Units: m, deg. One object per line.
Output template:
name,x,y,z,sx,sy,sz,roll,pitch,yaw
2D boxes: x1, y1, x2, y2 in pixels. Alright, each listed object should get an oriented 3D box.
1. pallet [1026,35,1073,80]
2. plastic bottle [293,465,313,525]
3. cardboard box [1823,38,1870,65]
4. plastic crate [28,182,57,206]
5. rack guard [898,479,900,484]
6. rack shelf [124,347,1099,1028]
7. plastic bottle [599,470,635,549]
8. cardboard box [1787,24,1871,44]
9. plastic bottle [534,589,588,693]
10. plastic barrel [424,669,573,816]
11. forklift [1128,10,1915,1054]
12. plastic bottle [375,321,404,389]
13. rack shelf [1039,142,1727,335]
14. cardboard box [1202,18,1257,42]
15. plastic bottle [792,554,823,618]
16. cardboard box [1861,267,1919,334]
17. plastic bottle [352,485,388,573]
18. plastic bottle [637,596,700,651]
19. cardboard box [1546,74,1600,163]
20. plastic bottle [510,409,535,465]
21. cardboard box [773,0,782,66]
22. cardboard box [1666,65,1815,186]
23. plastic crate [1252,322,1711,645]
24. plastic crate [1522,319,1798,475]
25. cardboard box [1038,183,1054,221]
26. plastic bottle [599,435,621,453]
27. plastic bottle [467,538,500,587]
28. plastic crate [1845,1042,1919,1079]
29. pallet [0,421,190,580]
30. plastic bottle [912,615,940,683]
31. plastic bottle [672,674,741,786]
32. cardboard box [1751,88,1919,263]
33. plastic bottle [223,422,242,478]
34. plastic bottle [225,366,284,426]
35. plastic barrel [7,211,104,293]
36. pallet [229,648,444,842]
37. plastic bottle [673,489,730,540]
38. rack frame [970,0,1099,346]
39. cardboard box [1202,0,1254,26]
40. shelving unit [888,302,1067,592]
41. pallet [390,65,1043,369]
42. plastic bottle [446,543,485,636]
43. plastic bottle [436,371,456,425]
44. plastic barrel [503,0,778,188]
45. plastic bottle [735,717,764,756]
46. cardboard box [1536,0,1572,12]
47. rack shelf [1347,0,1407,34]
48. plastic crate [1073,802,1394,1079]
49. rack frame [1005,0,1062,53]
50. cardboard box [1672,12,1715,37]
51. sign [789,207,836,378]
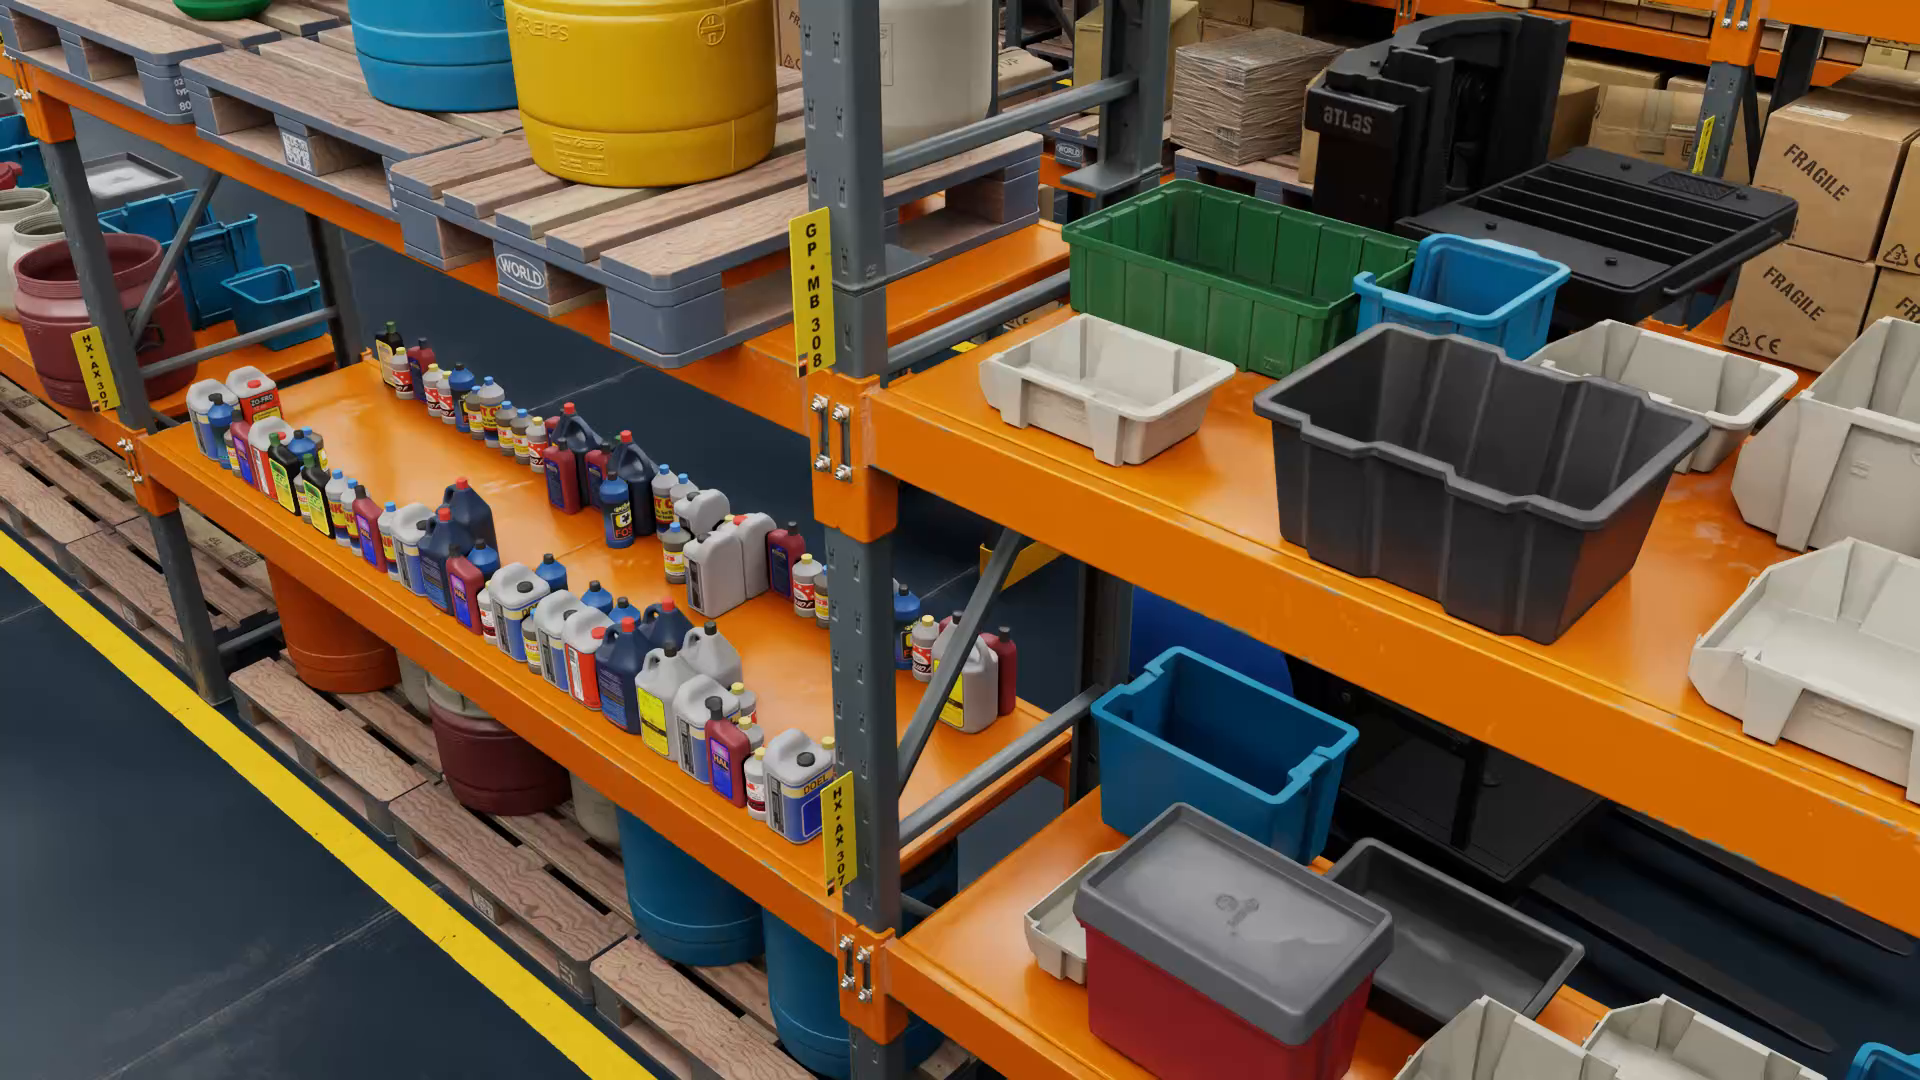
pallet,1.381,-4.490,15.503,1.213,0.211,1.003,25,39,35
plastic bottle,-2.266,-0.165,5.809,0.097,0.201,0.097,0,31,0
cardboard box,5.929,-3.279,11.013,0.250,0.149,0.380,26,40,36
plastic crate,-4.364,-1.579,8.171,0.662,0.188,0.450,25,39,35
rack guard,-0.426,-0.306,8.516,0.087,0.250,0.587,25,39,35
rack shelf,-1.397,0.220,5.674,4.000,0.370,1.077,25,39,35
plastic bottle,-1.168,-0.111,5.650,0.097,0.271,0.097,0,31,0
cardboard box,5.838,-3.600,10.916,0.500,0.500,0.500,25,39,35
plastic bottle,-1.167,0.297,4.969,0.135,0.276,0.152,25,39,35
plastic barrel,-1.668,0.626,6.232,0.708,0.588,0.600,25,39,35
forklift,1.916,-0.157,5.669,1.130,2.935,3.031,-26,39,-36
plastic bottle,-2.293,-0.754,6.707,0.133,0.283,0.061,25,39,35
rack shelf,1.930,-1.673,8.818,4.000,0.370,1.077,25,39,35
cardboard box,2.508,-4.300,14.481,0.500,0.500,0.700,25,39,35
plastic bottle,-0.484,0.138,5.304,0.097,0.201,0.097,0,31,0
cardboard box,3.990,-0.875,6.699,0.500,0.500,0.500,26,40,36
plastic bottle,-1.949,-0.040,5.521,0.133,0.283,0.061,25,39,35
plastic bottle,-0.855,0.313,4.870,0.185,0.351,0.144,25,39,35
cardboard box,2.659,-1.975,8.118,0.700,0.500,0.500,-22,38,-32
plastic bottle,-1.616,-0.390,6.182,0.097,0.201,0.097,0,31,0
cardboard box,-1.198,-3.473,11.014,0.500,0.500,0.500,25,39,35
cardboard box,5.504,-2.925,11.878,0.750,0.750,0.750,26,40,36
plastic crate,0.823,-0.091,2.710,0.590,0.269,0.497,25,39,35
plastic crate,1.285,-0.274,3.144,0.466,0.136,0.293,25,39,35
cardboard box,0.256,-2.209,10.726,0.500,0.311,0.500,27,40,37
plastic bottle,-1.210,-0.248,5.867,0.133,0.283,0.061,25,39,35
plastic bottle,-1.502,0.119,5.268,0.097,0.271,0.097,0,31,0
plastic crate,1.891,1.263,3.347,0.300,0.233,0.416,25,39,35
pallet,-4.328,-0.291,8.529,1.213,0.211,1.003,25,39,35
plastic bottle,-0.096,0.320,5.003,0.097,0.201,0.097,0,31,0
plastic bottle,-0.694,0.518,4.602,0.135,0.276,0.152,25,39,35
cardboard box,3.574,-1.490,6.750,0.500,0.500,0.500,26,40,36
plastic bottle,-2.636,-0.338,6.095,0.097,0.201,0.097,0,31,0
plastic bottle,-2.673,-0.512,6.313,0.135,0.276,0.152,25,39,35
plastic barrel,-3.785,-1.103,7.065,0.421,0.512,0.421,0,31,0
pallet,-2.267,0.671,6.931,1.213,0.211,1.003,25,39,35
plastic bottle,-0.860,-0.050,5.544,0.135,0.276,0.152,25,39,35
rack frame,0.447,-2.673,9.783,0.127,3.000,1.000,25,39,35
cardboard box,2.435,-4.634,14.310,0.500,0.250,0.500,25,39,35
shelving unit,-0.057,-0.669,7.907,1.083,1.500,0.587,25,39,35
pallet,-0.560,-0.834,4.002,1.003,0.211,1.213,25,39,35
plastic bottle,-1.541,0.151,5.205,0.133,0.283,0.061,25,39,35
plastic bottle,-1.977,-0.558,6.461,0.097,0.201,0.097,0,31,0
plastic barrel,-0.727,-1.180,3.804,0.600,0.588,0.600,0,31,0
plastic bottle,-0.585,0.577,4.576,0.097,0.201,0.097,0,31,0
cardboard box,4.448,-4.013,12.231,0.250,0.149,0.380,25,39,35
rack shelf,2.286,-4.953,14.267,4.000,0.370,1.077,25,39,35
plastic crate,0.580,0.956,3.634,0.583,0.464,0.402,25,39,35
rack frame,0.803,-5.953,15.231,0.127,3.000,1.000,25,39,35
cardboard box,5.192,-3.647,11.624,0.250,0.149,0.380,26,40,37
sign,-0.284,-0.475,3.214,0.005,0.325,0.100,25,39,35
